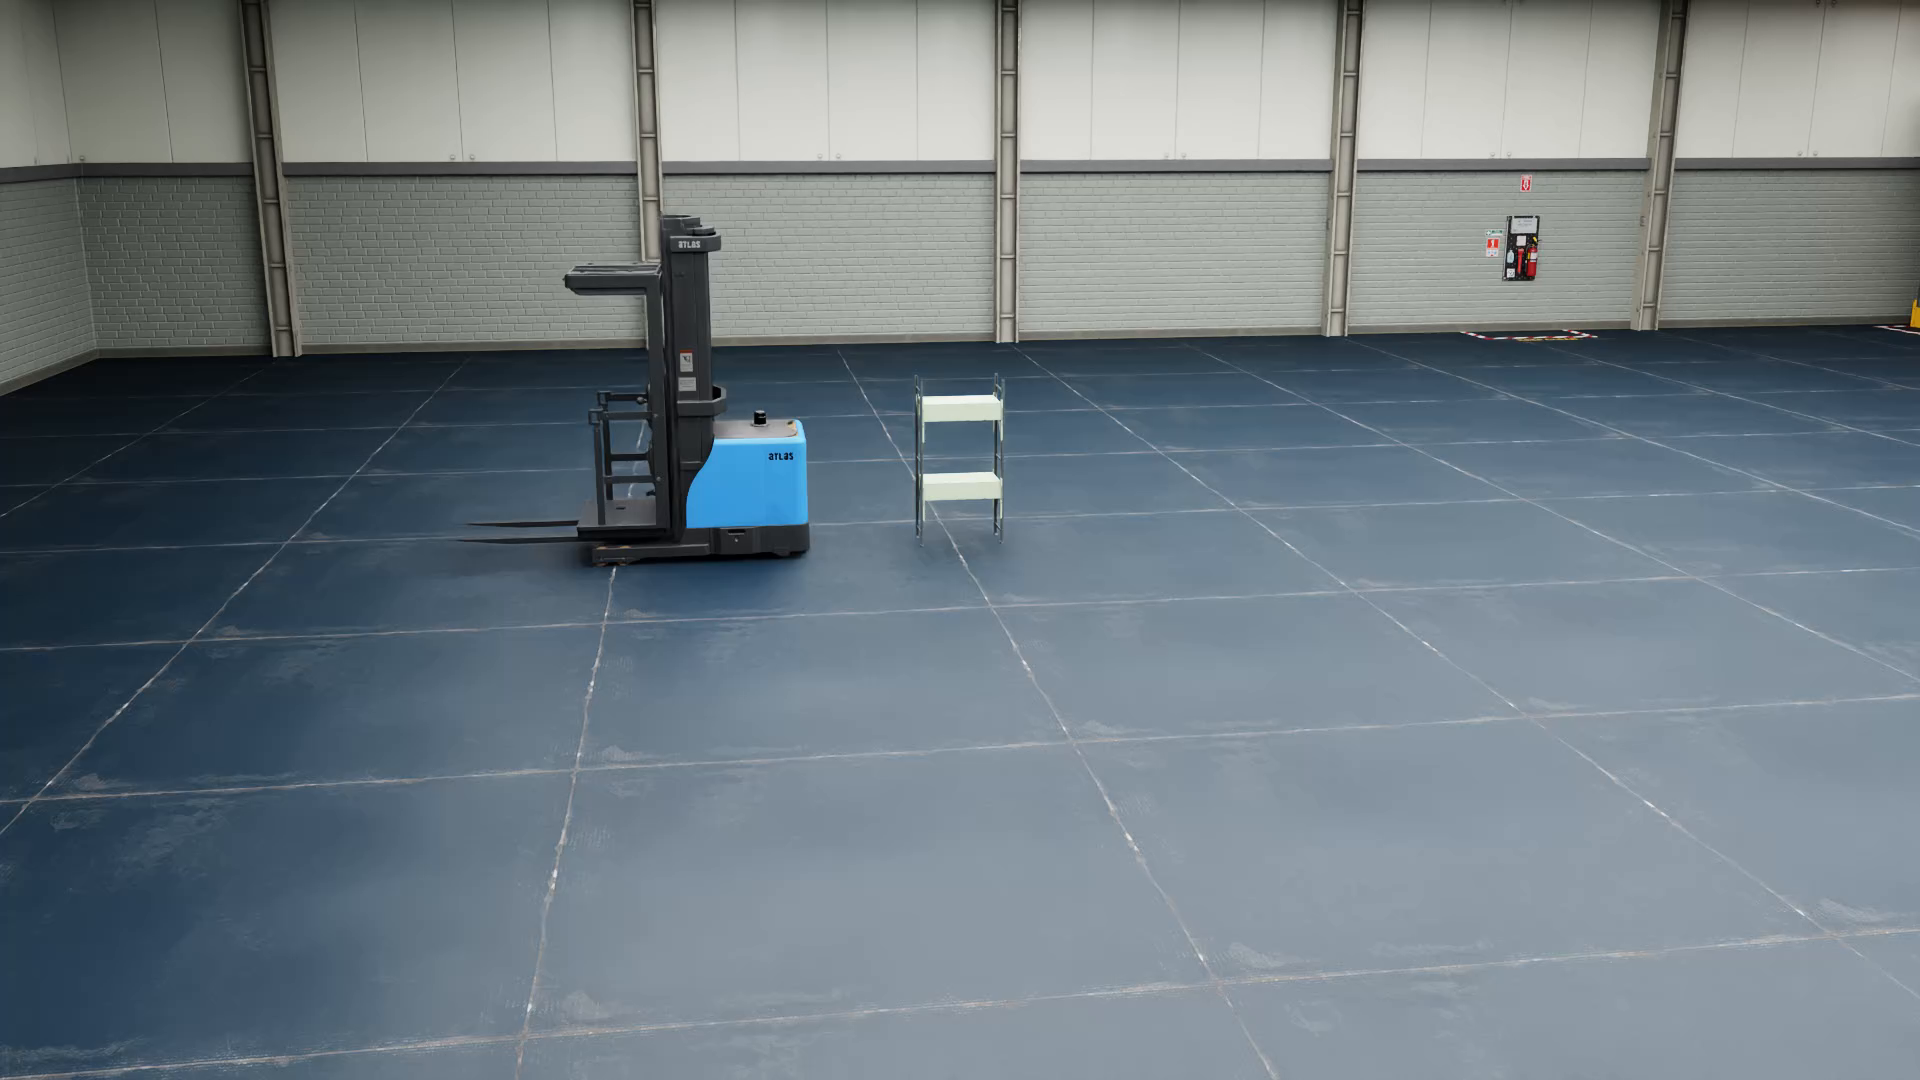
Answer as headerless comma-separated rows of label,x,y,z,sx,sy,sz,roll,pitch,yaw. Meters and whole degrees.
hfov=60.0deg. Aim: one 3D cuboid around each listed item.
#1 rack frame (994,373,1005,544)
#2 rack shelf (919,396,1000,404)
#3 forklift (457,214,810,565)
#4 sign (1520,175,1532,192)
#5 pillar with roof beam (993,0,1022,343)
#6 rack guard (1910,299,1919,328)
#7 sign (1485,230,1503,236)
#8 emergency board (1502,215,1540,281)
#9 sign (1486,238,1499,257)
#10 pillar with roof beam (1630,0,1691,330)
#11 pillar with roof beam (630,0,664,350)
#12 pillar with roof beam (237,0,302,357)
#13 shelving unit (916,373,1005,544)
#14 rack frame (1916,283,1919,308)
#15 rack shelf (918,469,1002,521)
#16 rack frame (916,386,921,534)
rack frame,0.355,-0.740,15.119,0.023,1.500,0.400,-2,14,-8
rack shelf,-0.007,-1.201,14.948,0.686,0.124,0.368,-2,14,-8
forklift,-2.883,-1.334,14.542,3.031,2.935,1.130,-2,14,-7
sign,10.199,-6.429,29.955,0.199,0.298,0.001,-2,14,-8
pillar with roof beam,1.446,-6.801,23.870,0.400,9.000,9.100,-2,14,-8
rack guard,18.116,-4.136,30.714,0.348,0.500,1.175,-2,14,-8
sign,9.665,-5.558,30.085,0.331,0.109,0.001,-2,14,-8
emergency board,10.210,-5.285,30.159,0.626,1.169,0.157,-2,14,-8
sign,9.659,-5.303,30.157,0.234,0.329,0.001,-2,14,-8
pillar with roof beam,13.312,-7.236,25.604,0.400,9.000,9.100,-2,14,-8
pillar with roof beam,-4.487,-6.584,23.003,0.400,9.000,9.100,-2,14,-8
pillar with roof beam,-10.420,-6.366,22.136,0.400,9.000,9.100,-2,14,-8
shelving unit,-0.003,-0.727,15.067,0.748,1.500,0.431,-2,14,-8
rack frame,18.040,-5.346,30.399,0.127,3.000,1.000,-2,14,-8
rack shelf,-0.007,-0.411,15.146,0.720,0.370,0.431,-2,14,-8
rack frame,-0.368,-0.714,15.012,0.010,1.308,0.380,-2,14,-8
